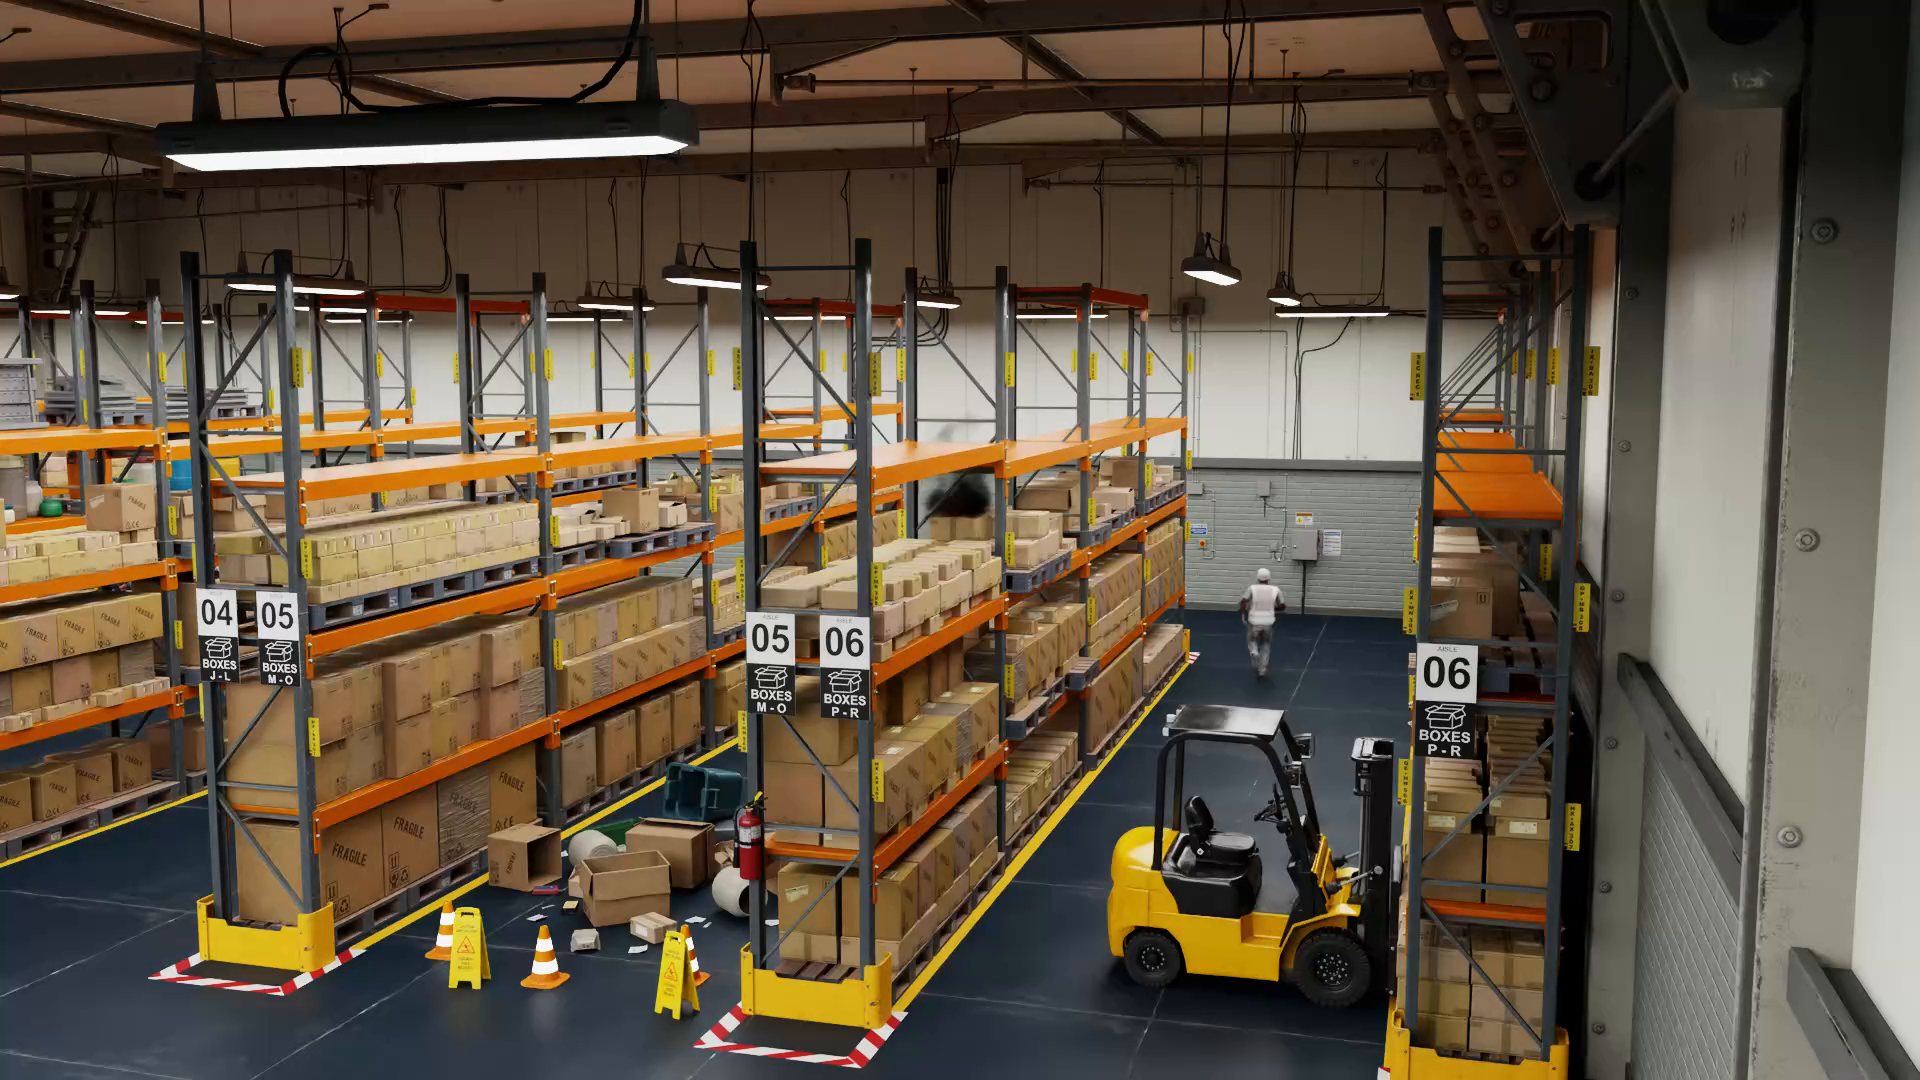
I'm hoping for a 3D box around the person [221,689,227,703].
[{"bbox_3d":[-10.138,1.709,23.336,0.717,1.714,0.681,2,7,21],"label":"person"}]

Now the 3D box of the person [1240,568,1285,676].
[{"bbox_3d":[4.850,1.312,26.745,0.726,1.739,0.608,0,6,3],"label":"person"}]
